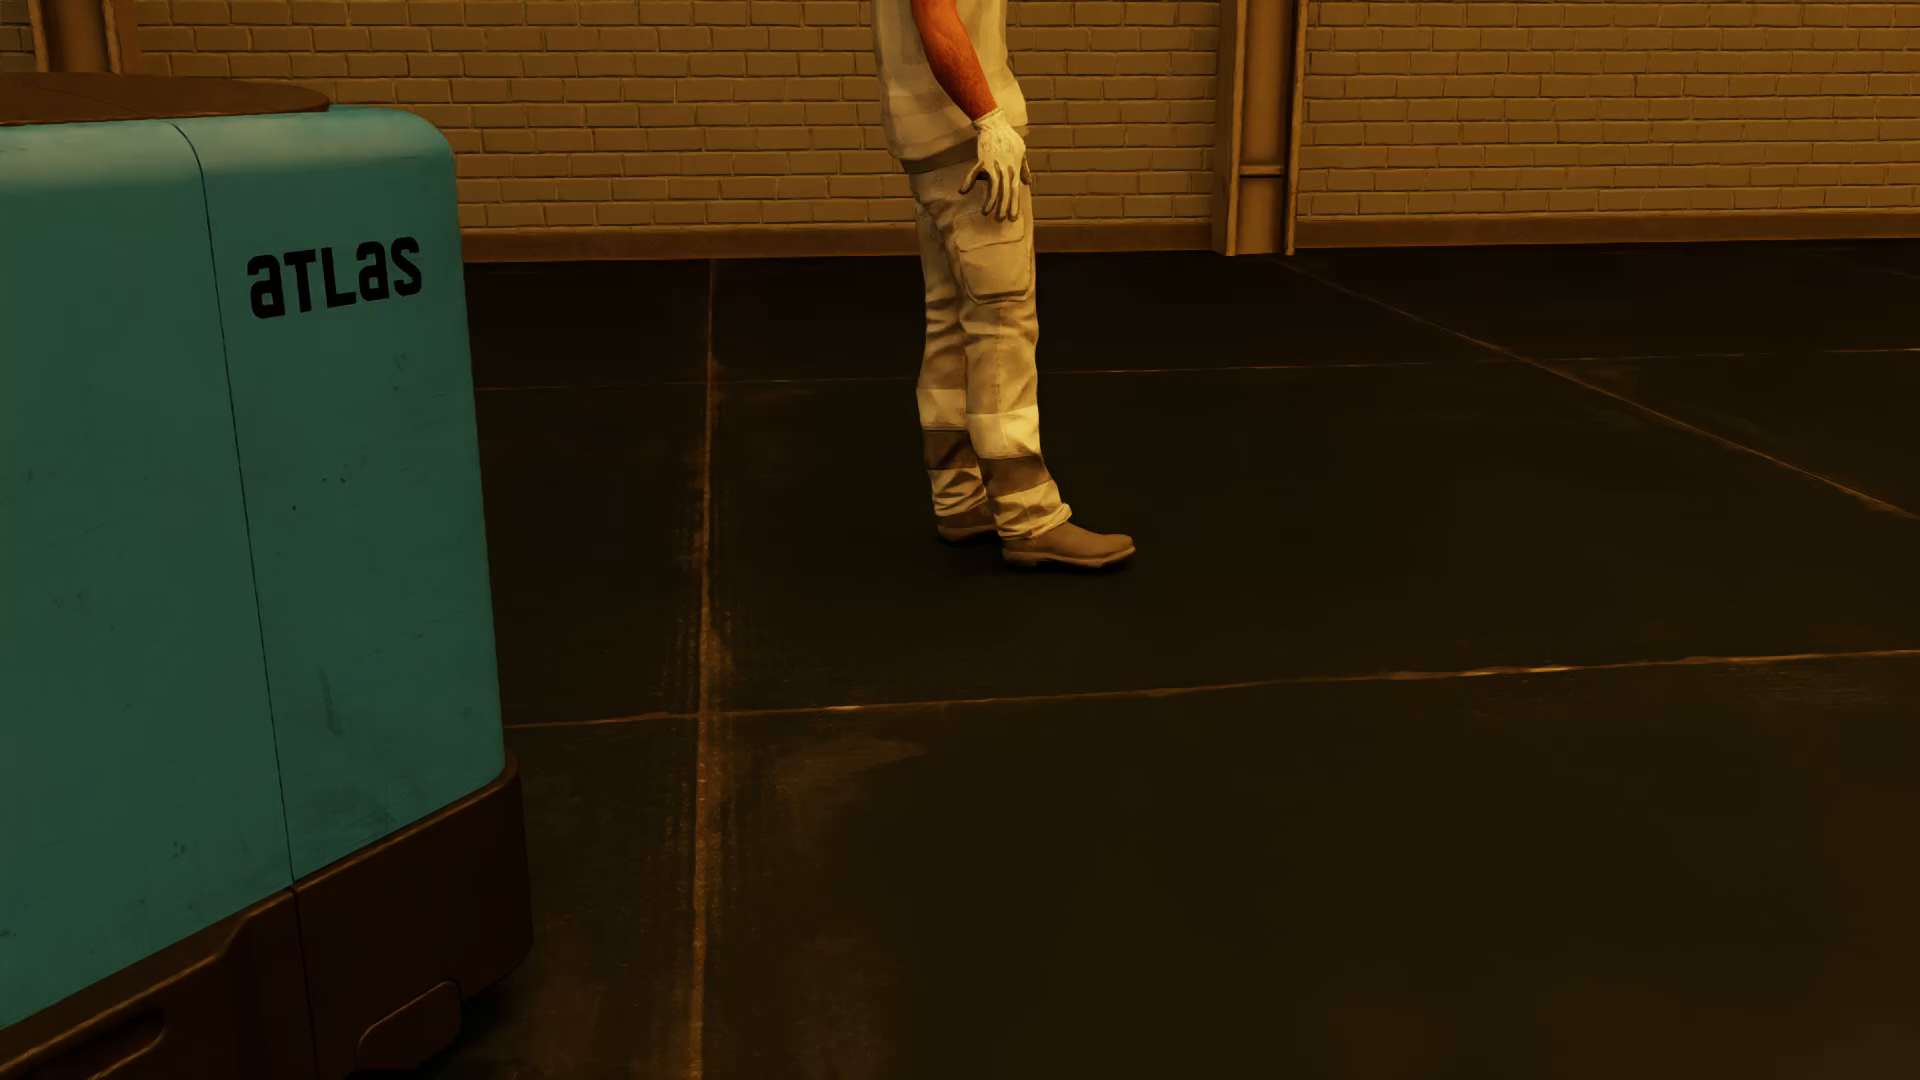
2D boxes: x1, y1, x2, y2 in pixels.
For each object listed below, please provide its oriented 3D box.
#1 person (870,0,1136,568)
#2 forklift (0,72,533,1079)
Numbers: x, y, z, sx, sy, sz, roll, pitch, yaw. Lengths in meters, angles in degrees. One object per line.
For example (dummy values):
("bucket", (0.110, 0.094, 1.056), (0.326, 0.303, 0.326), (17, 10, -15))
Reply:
("person", (0.081, -0.863, 3.706), (0.564, 1.787, 0.638), (-2, 17, -8))
("forklift", (-1.704, -0.540, 0.677), (1.130, 2.935, 3.031), (10, 19, 29))
